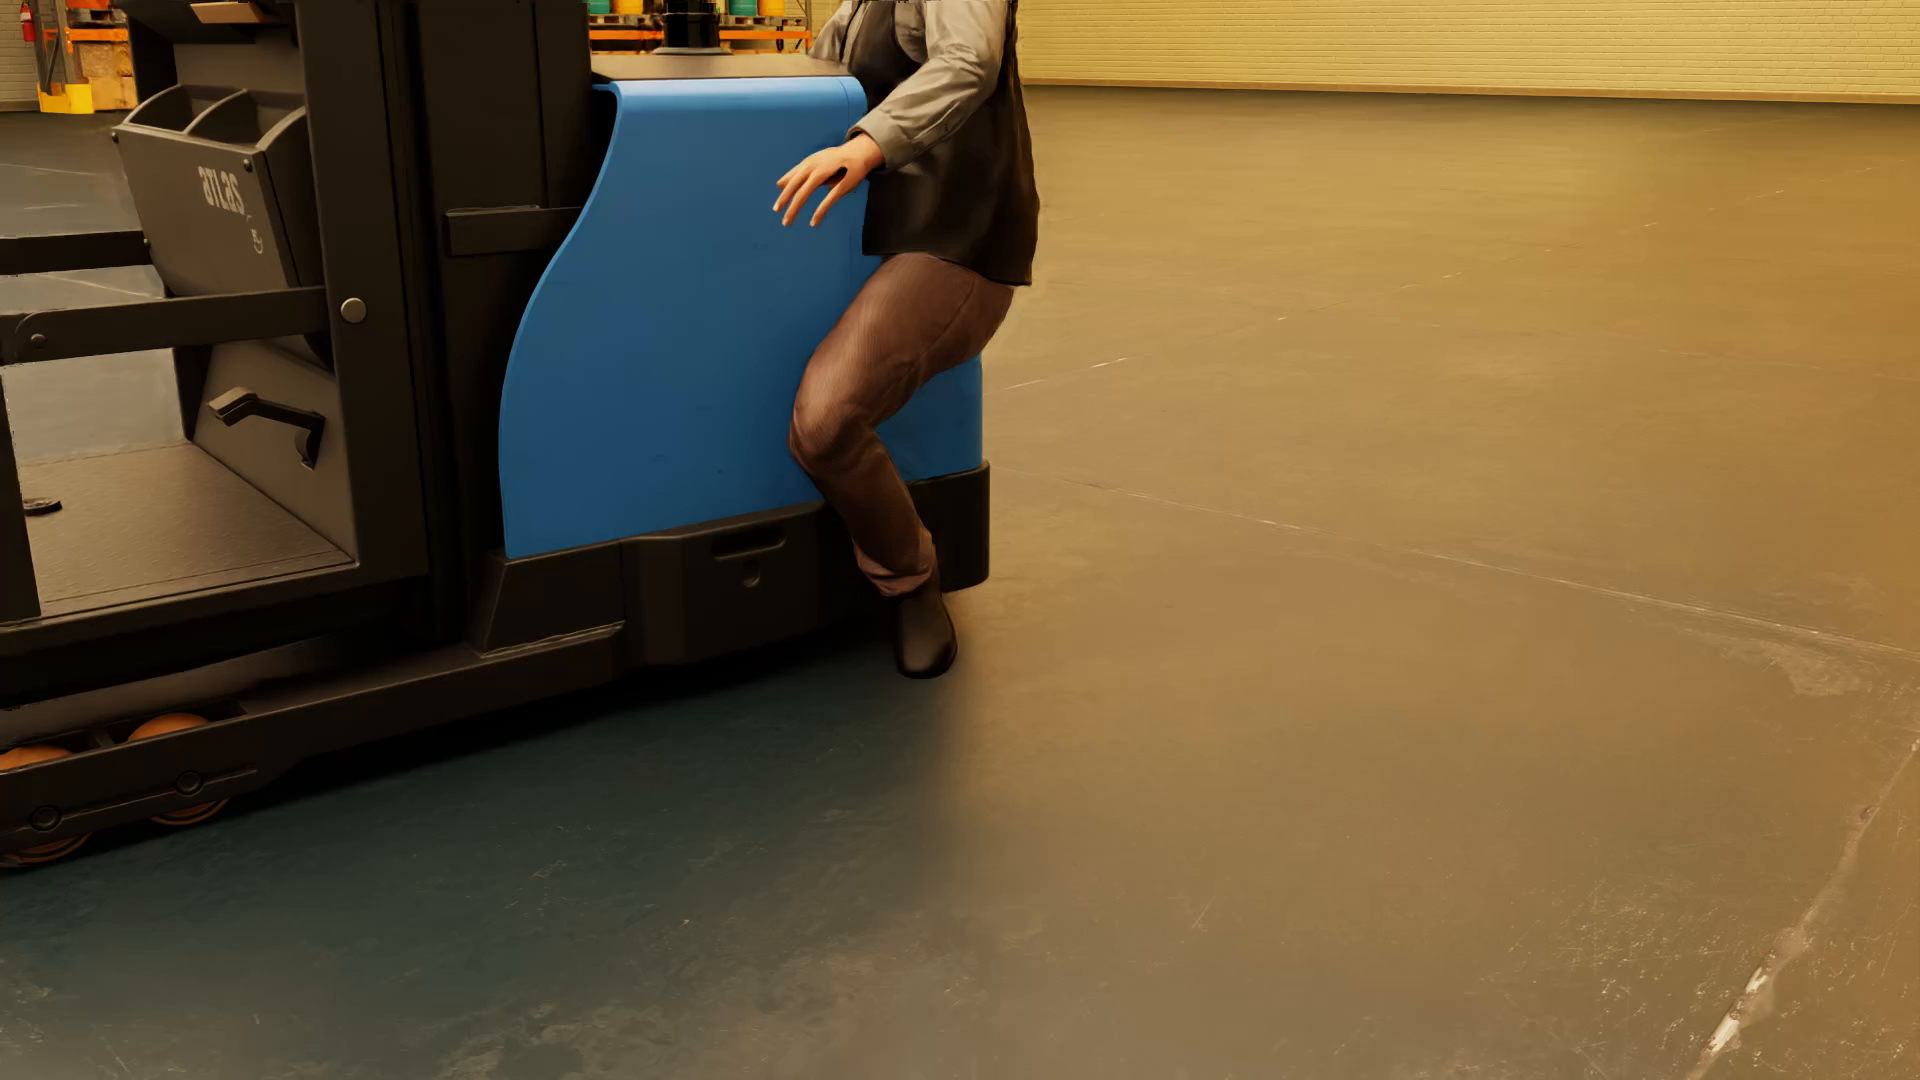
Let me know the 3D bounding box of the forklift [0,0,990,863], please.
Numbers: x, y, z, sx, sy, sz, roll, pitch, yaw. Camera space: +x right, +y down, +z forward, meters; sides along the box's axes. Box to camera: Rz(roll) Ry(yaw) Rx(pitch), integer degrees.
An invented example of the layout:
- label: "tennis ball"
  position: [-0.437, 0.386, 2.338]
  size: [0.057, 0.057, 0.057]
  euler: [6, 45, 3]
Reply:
- label: "forklift"
  position: [-1.419, -1.109, 2.551]
  size: [3.031, 2.935, 1.130]
  euler: [-13, 21, -36]

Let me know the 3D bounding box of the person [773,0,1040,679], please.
- label: "person"
  position: [-0.221, -0.546, 3.134]
  size: [0.717, 1.552, 0.930]
  euler: [-6, 18, -19]
